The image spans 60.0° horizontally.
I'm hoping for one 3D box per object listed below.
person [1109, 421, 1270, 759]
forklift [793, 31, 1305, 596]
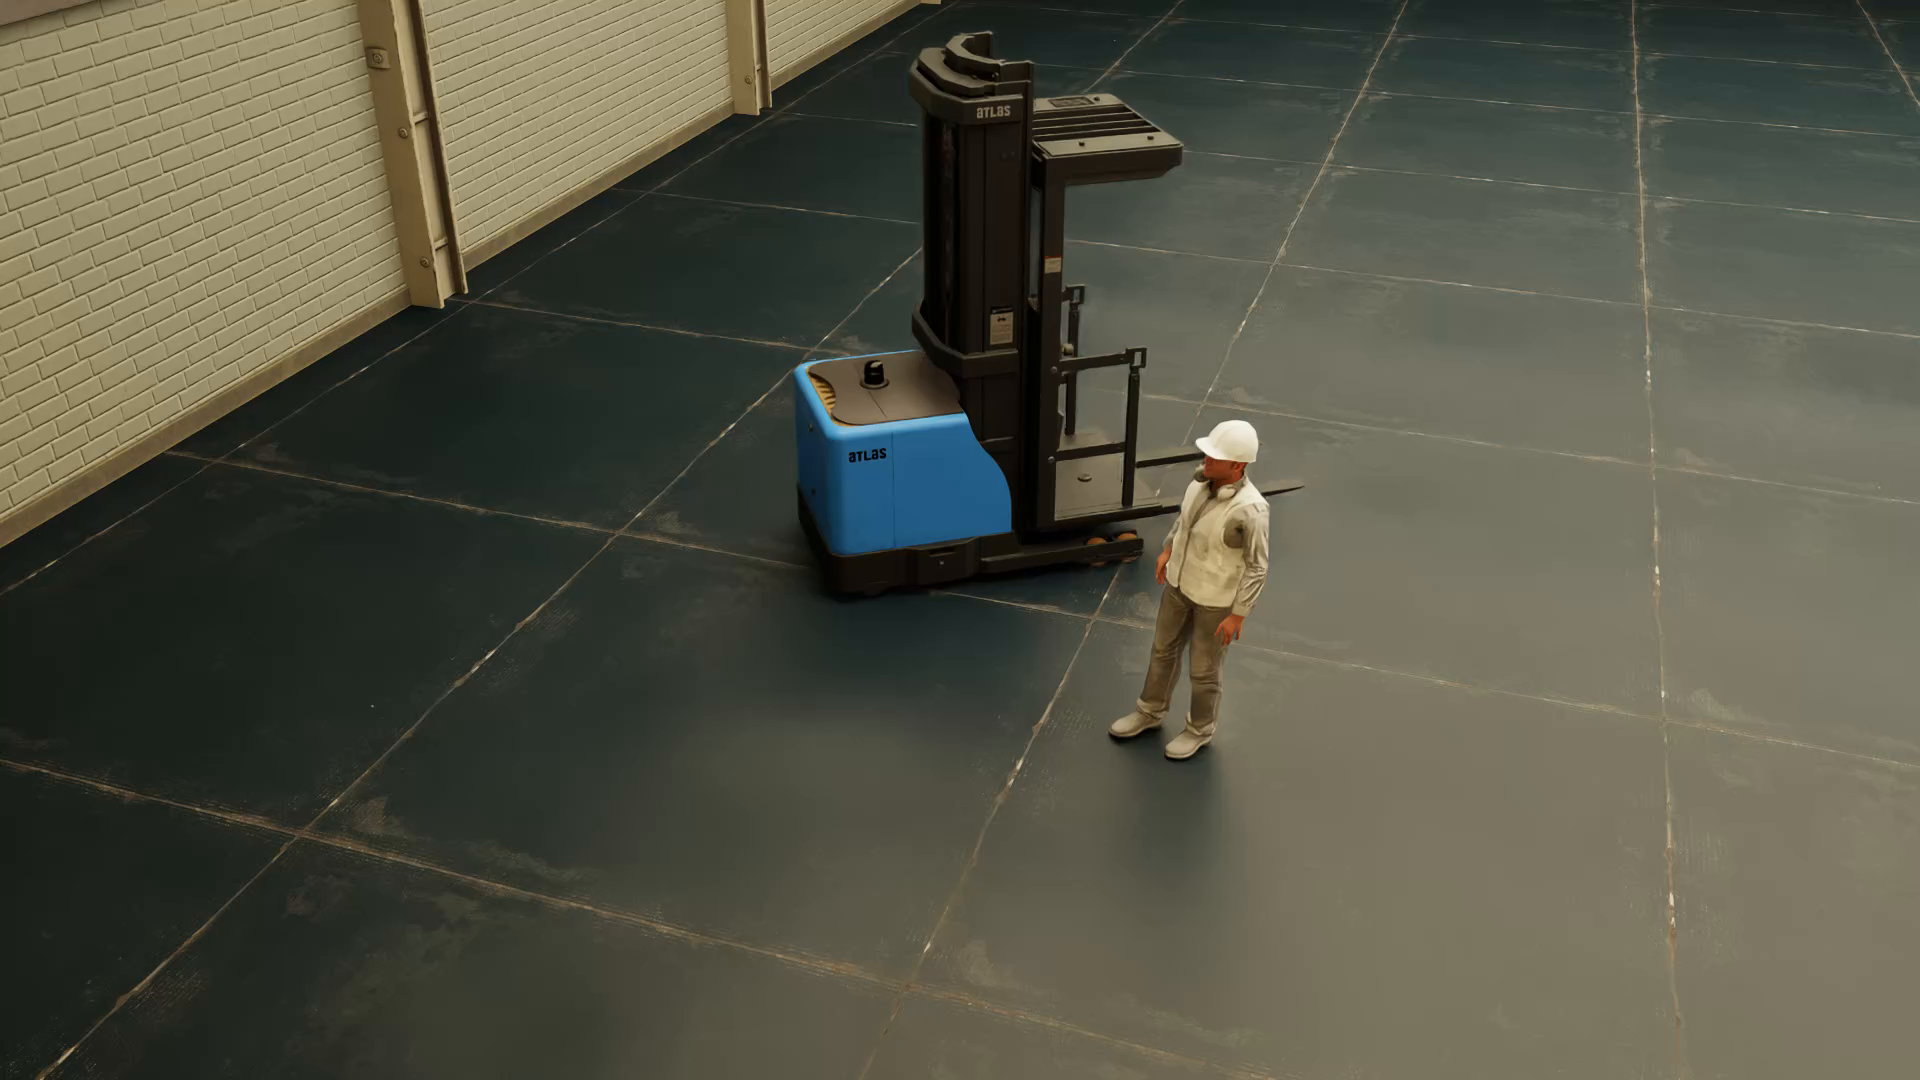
[{"bbox_3d":[1.104,0.246,7.868,0.559,1.779,0.656,-16,33,-26],"label":"person"},{"bbox_3d":[0.582,-1.360,9.523,3.031,2.935,1.130,-8,31,-14],"label":"forklift"}]
